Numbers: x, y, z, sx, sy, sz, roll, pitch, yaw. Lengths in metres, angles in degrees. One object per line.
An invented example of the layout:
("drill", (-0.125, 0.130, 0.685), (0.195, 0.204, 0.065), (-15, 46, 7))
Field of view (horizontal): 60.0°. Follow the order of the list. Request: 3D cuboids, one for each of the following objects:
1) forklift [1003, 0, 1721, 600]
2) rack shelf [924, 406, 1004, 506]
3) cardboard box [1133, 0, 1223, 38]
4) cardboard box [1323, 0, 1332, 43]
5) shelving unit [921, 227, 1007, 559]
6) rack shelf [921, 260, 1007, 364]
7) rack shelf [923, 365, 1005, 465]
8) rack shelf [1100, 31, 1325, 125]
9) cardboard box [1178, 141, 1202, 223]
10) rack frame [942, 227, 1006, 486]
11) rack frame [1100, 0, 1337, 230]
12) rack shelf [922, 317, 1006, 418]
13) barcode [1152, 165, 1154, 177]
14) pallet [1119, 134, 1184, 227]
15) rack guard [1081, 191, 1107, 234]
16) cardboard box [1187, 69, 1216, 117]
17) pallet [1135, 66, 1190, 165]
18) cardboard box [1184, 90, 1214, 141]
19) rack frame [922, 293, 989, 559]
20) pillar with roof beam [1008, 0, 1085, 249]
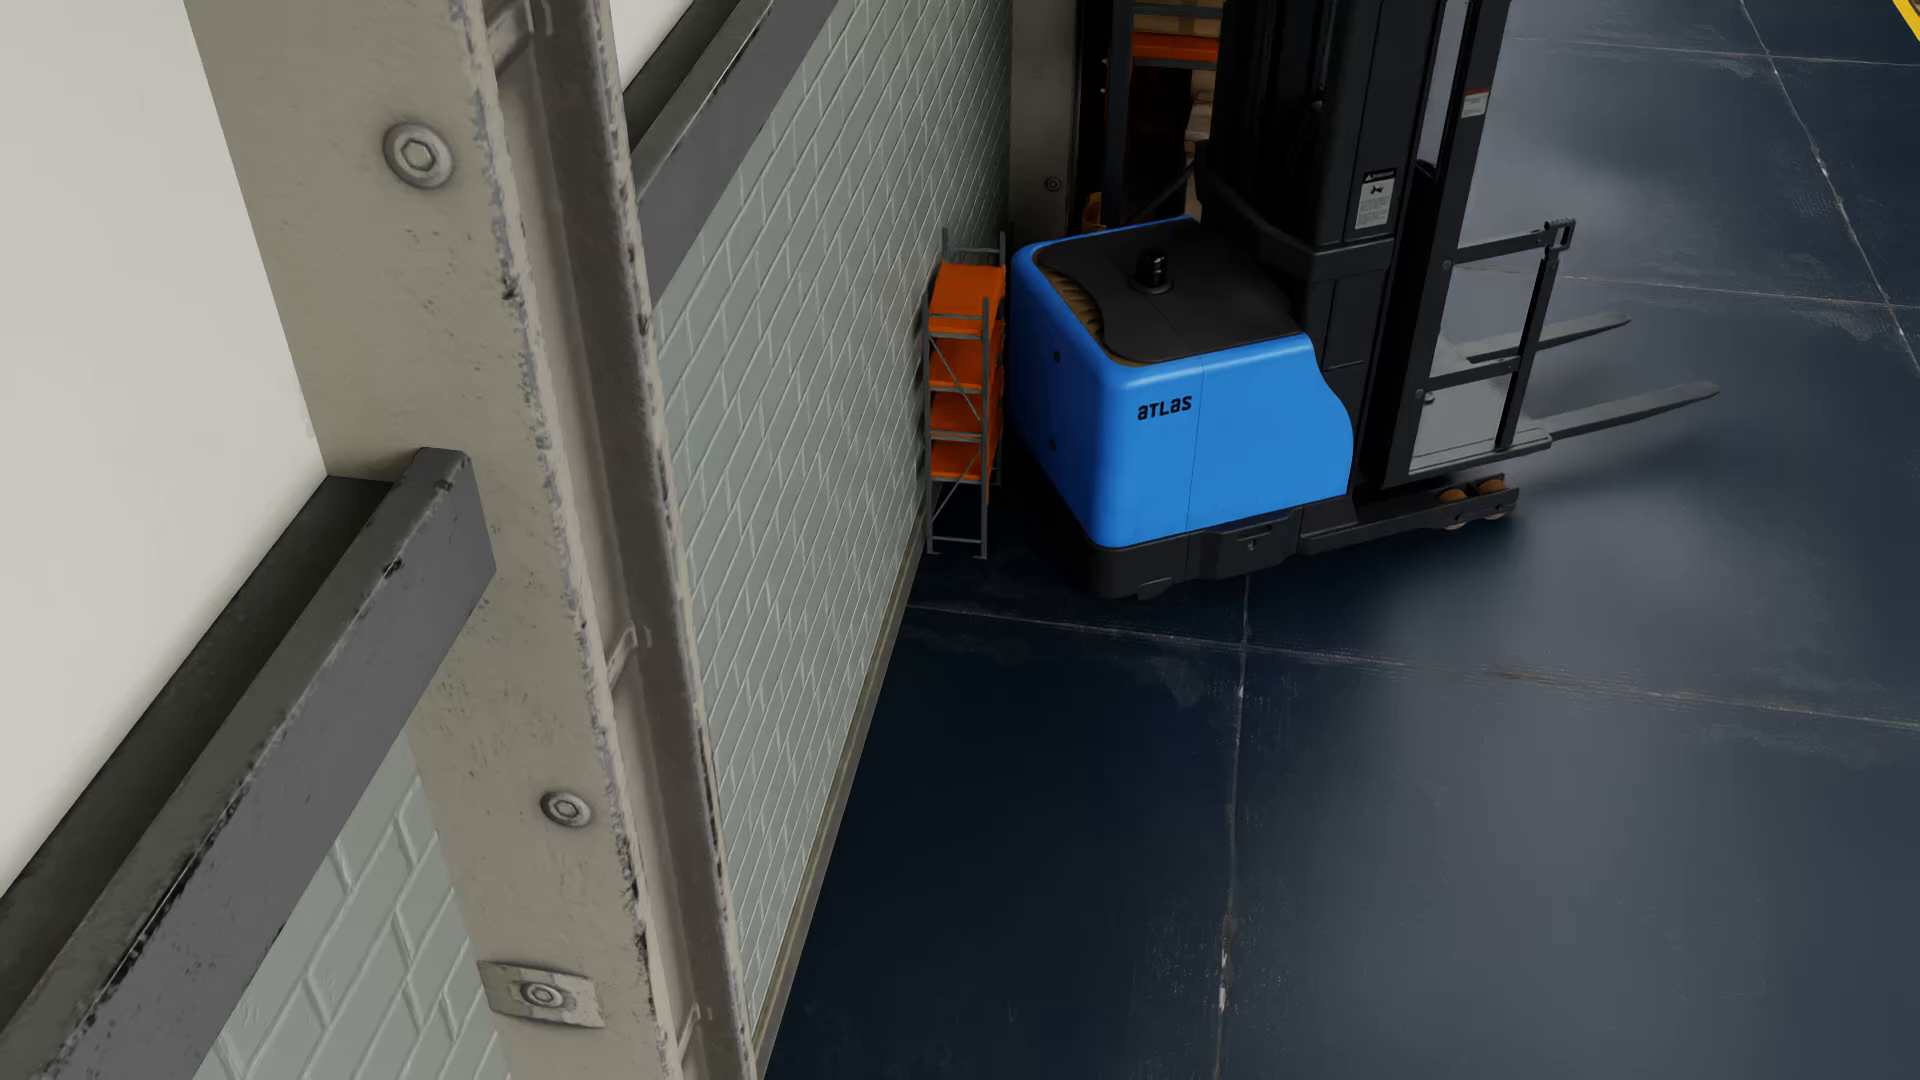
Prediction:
("forklift", (1.755, -1.475, 6.233), (3.031, 2.935, 1.130), (-13, 41, -15))
("rack shelf", (0.020, -0.350, 6.646), (0.258, 0.148, 0.480), (5, 40, 6))
("cardboard box", (1.045, -2.501, 7.523), (0.500, 0.250, 0.500), (7, 40, 8))
("cardboard box", (1.552, -2.458, 7.470), (0.500, 0.250, 0.500), (5, 40, 6))
("shelving unit", (0.019, -0.555, 6.477), (0.258, 1.200, 0.503), (5, 40, 6))
("rack shelf", (0.018, -0.859, 6.228), (0.258, 0.148, 0.480), (5, 40, 6))
("rack shelf", (0.020, -0.503, 6.520), (0.258, 0.148, 0.480), (5, 40, 6))
("rack shelf", (1.501, -3.214, 8.848), (1.077, 0.370, 4.000), (6, 40, 8))
("cardboard box", (1.363, -1.794, 8.331), (0.500, 0.311, 0.500), (2, 40, 3))
("rack frame", (0.054, -0.709, 6.664), (0.240, 1.200, 0.015), (5, 40, 6))
("rack frame", (1.155, -2.236, 7.101), (1.000, 3.000, 0.127), (6, 40, 8))
("rack shelf", (0.019, -0.676, 6.378), (0.258, 0.148, 0.480), (5, 40, 6))
("barcode", (0.972, -1.853, 8.395), (0.001, 0.075, 0.075), (6, 40, 8))
("pallet", (1.343, -1.715, 8.659), (1.003, 0.211, 1.213), (6, 40, 8))
("rack guard", (1.168, -1.321, 7.955), (1.175, 0.500, 0.348), (6, 40, 8))
("cardboard box", (1.638, -2.680, 9.253), (0.700, 0.500, 0.500), (4, 40, 5))
("pallet", (1.557, -2.479, 9.583), (1.003, 0.211, 1.213), (6, 40, 8))
("cardboard box", (1.462, -2.152, 8.764), (0.500, 0.311, 0.500), (10, 41, 11))
("rack frame", (-0.015, -0.402, 6.291), (0.240, 1.200, 0.015), (5, 40, 6))
("pillar with roof beam", (4.664, -4.609, 5.262), (9.100, 9.000, 0.400), (6, 40, 8))
